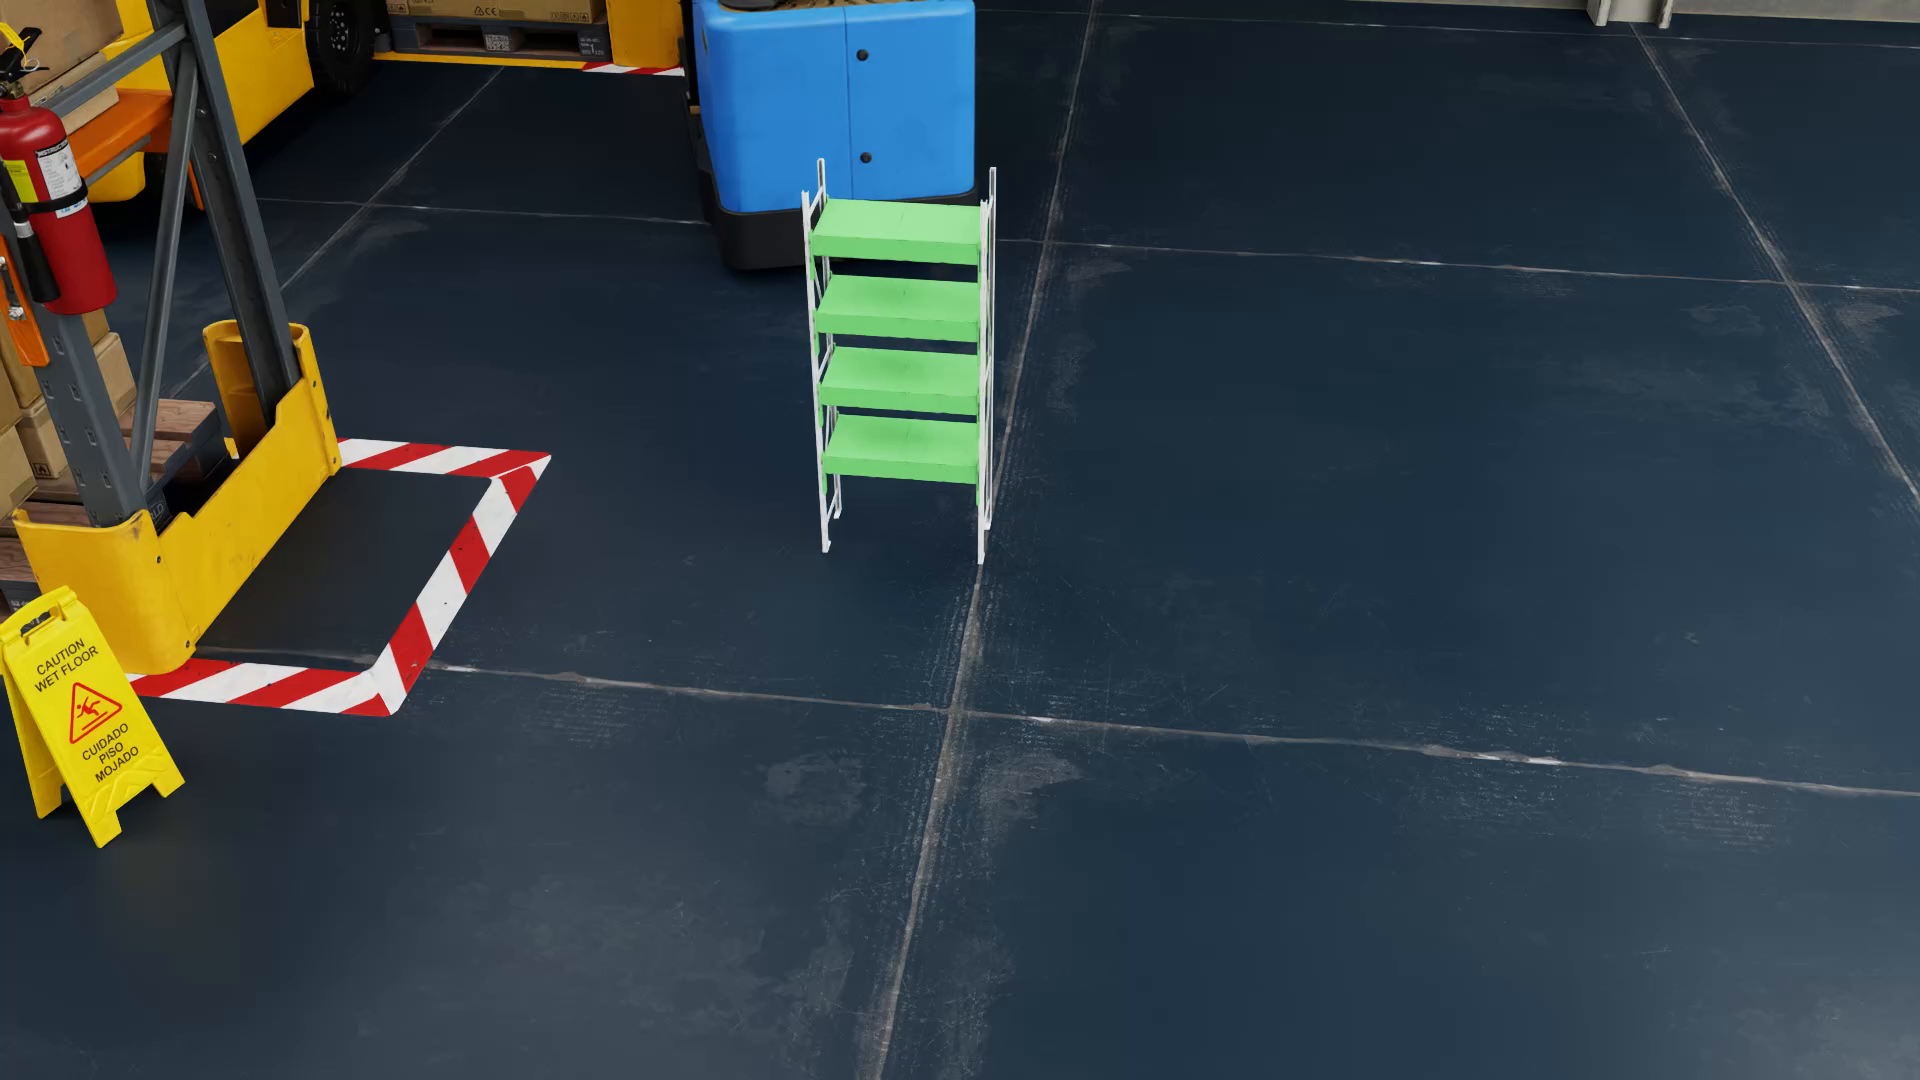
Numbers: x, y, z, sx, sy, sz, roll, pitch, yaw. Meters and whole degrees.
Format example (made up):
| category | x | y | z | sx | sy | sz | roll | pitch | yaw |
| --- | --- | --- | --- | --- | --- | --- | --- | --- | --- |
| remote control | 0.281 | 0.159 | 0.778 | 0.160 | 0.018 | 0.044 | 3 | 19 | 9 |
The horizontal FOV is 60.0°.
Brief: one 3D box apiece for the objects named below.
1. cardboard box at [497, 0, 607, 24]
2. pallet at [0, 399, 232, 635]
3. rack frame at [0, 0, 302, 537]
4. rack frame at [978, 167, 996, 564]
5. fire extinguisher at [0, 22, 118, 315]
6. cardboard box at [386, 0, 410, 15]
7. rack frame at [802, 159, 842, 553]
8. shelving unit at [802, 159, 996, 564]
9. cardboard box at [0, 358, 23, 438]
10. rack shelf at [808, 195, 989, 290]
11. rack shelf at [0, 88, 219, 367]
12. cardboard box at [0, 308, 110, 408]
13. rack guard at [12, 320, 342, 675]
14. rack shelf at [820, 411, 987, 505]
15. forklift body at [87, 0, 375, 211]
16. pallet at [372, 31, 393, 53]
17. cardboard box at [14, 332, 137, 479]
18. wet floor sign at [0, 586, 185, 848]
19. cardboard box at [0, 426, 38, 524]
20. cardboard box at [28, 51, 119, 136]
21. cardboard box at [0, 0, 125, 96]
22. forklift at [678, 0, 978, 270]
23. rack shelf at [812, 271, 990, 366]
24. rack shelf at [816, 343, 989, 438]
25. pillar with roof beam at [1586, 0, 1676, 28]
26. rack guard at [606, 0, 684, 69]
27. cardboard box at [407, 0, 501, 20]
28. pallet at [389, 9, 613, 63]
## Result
| category | x | y | z | sx | sy | sz | roll | pitch | yaw |
| --- | --- | --- | --- | --- | --- | --- | --- | --- | --- |
| cardboard box | -2.124 | -2.942 | 8.795 | 0.500 | 0.250 | 0.500 | 5 | 36 | 6 |
| pallet | -3.123 | -0.128 | 5.248 | 1.213 | 0.211 | 1.003 | 4 | 36 | 6 |
| rack frame | -2.247 | -1.177 | 4.317 | 0.127 | 3.000 | 1.000 | 4 | 36 | 6 |
| rack frame | 0.078 | -0.483 | 4.893 | 0.015 | 1.200 | 0.240 | 4 | 36 | 6 |
| fire extinguisher | -2.192 | -0.872 | 3.956 | 0.183 | 0.674 | 0.296 | 4 | 36 | 6 |
| cardboard box | -3.111 | -3.026 | 8.914 | 0.500 | 0.250 | 0.500 | 5 | 36 | 6 |
| rack frame | -0.406 | -0.519 | 4.944 | 0.015 | 1.200 | 0.240 | 4 | 36 | 6 |
| shelving unit | -0.164 | -0.501 | 4.919 | 0.503 | 1.200 | 0.258 | 4 | 36 | 6 |
| cardboard box | -3.074 | -0.443 | 4.649 | 0.500 | 0.500 | 0.500 | 4 | 36 | 6 |
| rack shelf | -0.164 | -0.839 | 4.677 | 0.480 | 0.148 | 0.258 | 4 | 36 | 6 |
| rack shelf | -4.230 | -1.032 | 4.734 | 4.000 | 0.370 | 1.077 | 4 | 36 | 6 |
| cardboard box | -3.035 | -0.755 | 5.085 | 0.500 | 0.500 | 0.500 | 3 | 36 | 4 |
| rack guard | -2.322 | -0.165 | 5.051 | 0.348 | 0.500 | 1.175 | 4 | 36 | 6 |
| rack shelf | -0.164 | -0.253 | 5.095 | 0.480 | 0.148 | 0.258 | 4 | 36 | 6 |
| forklift body | -3.731 | -2.781 | 7.295 | 1.214 | 2.155 | 2.313 | 4 | 36 | 6 |
| pallet | -3.589 | -3.027 | 9.309 | 1.213 | 0.211 | 1.003 | 4 | 36 | 6 |
| cardboard box | -3.011 | -0.448 | 5.301 | 0.500 | 0.250 | 0.500 | 4 | 36 | 6 |
| wet floor sign | -2.194 | 0.412 | 4.118 | 0.232 | 0.644 | 0.267 | 17 | 39 | 22 |
| cardboard box | -3.106 | -0.135 | 4.863 | 0.500 | 0.250 | 0.500 | 4 | 36 | 6 |
| cardboard box | -2.557 | -1.219 | 4.593 | 0.250 | 0.149 | 0.380 | 4 | 36 | 6 |
| cardboard box | -2.681 | -1.534 | 4.475 | 0.500 | 0.500 | 0.500 | 4 | 36 | 5 |
| forklift | -0.736 | -3.125 | 7.105 | 1.130 | 2.935 | 3.031 | -7 | 36 | -10 |
| rack shelf | -0.164 | -0.644 | 4.816 | 0.480 | 0.148 | 0.258 | 4 | 36 | 6 |
| rack shelf | -0.164 | -0.449 | 4.956 | 0.480 | 0.148 | 0.258 | 4 | 36 | 6 |
| pillar with roof beam | 3.209 | -4.126 | 3.284 | 0.400 | 9.000 | 9.100 | 4 | 36 | 6 |
| rack guard | -1.594 | -3.018 | 9.049 | 0.348 | 0.500 | 1.175 | 4 | 36 | 6 |
| cardboard box | -2.616 | -2.984 | 8.855 | 0.500 | 0.250 | 0.500 | 4 | 36 | 6 |
| pallet | -2.382 | -2.935 | 9.180 | 1.213 | 0.211 | 1.003 | 4 | 36 | 6 |
